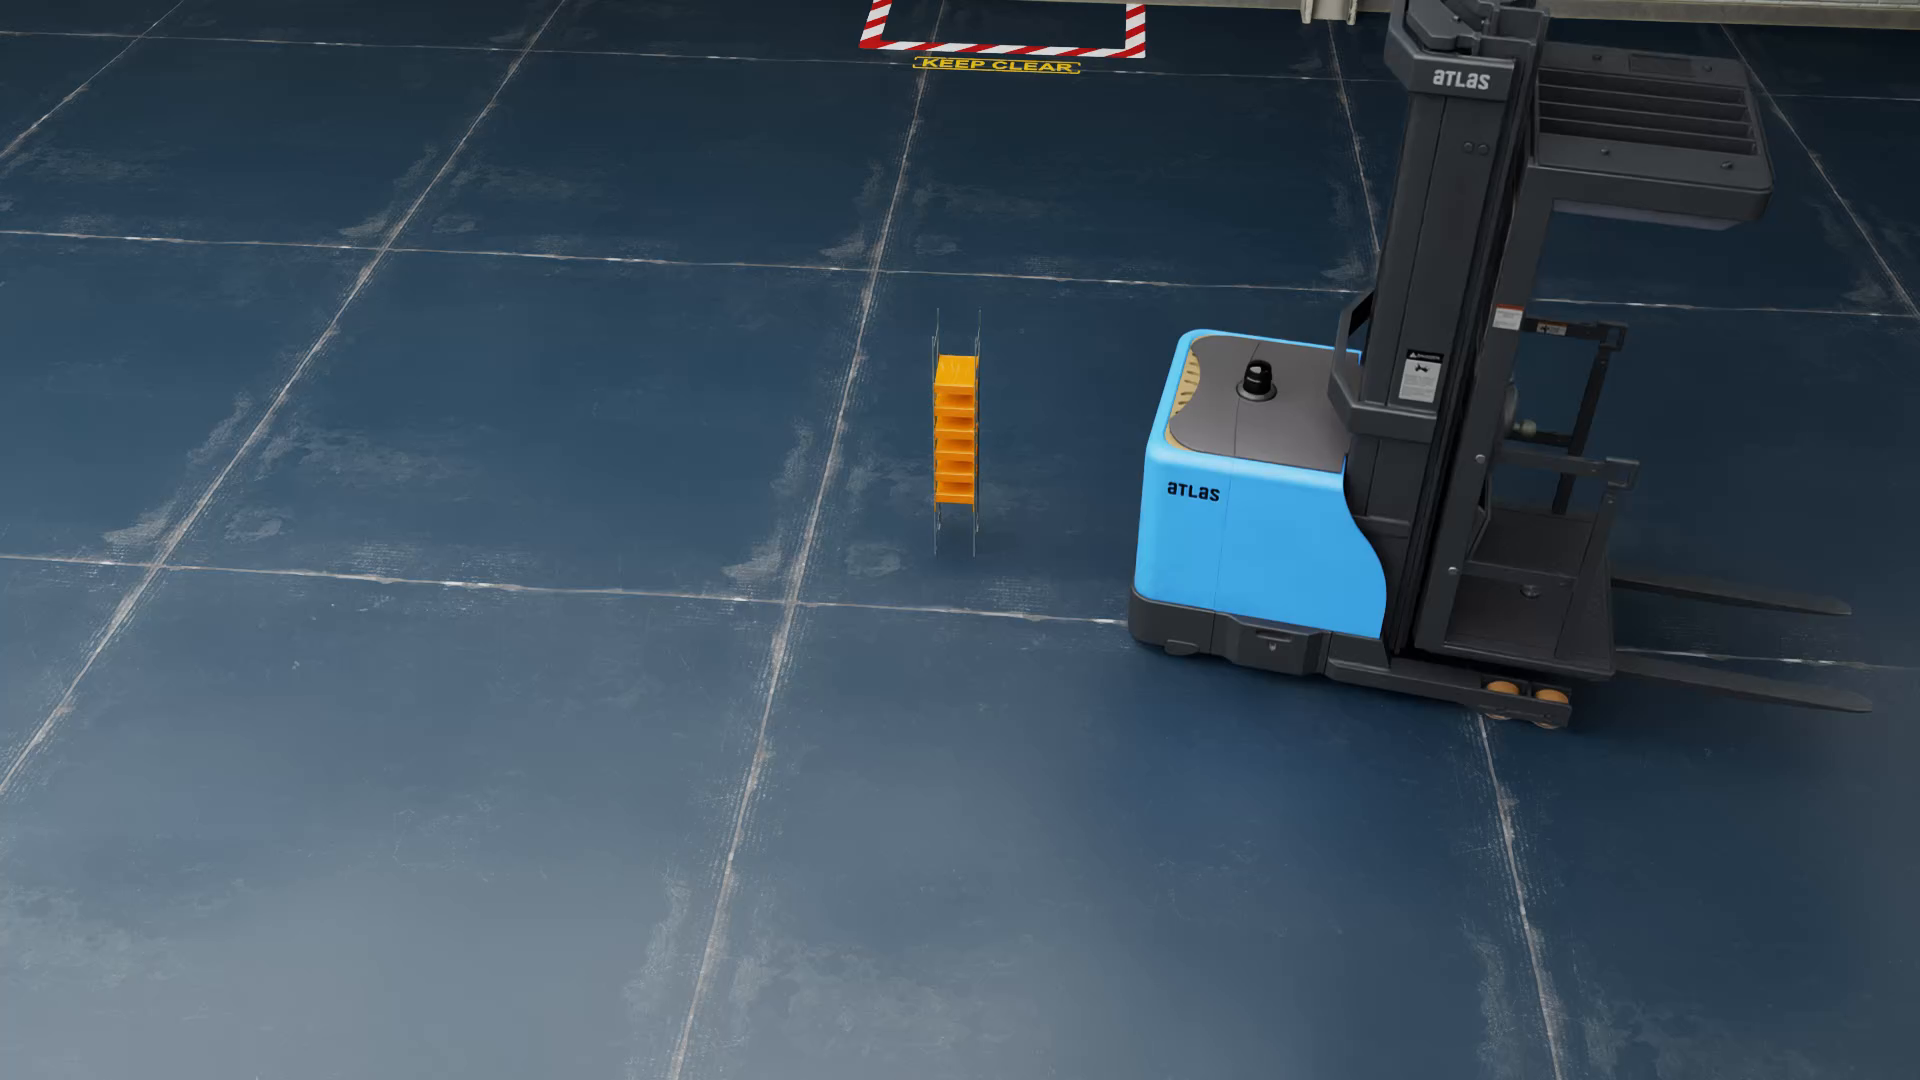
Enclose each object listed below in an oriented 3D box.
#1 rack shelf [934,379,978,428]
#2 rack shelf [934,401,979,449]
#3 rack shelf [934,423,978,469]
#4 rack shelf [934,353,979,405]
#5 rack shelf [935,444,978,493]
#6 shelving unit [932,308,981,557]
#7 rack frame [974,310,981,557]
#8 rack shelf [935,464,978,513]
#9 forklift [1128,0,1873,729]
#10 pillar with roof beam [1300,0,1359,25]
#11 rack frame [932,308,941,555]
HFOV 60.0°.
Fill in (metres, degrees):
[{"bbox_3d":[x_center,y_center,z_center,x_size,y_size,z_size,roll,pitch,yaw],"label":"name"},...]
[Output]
[{"bbox_3d":[-0.014,-0.618,7.419,0.180,0.103,0.258,3,39,4],"label":"rack shelf"},{"bbox_3d":[-0.014,-0.525,7.495,0.180,0.103,0.258,3,39,4],"label":"rack shelf"},{"bbox_3d":[-0.014,-0.432,7.571,0.180,0.103,0.258,3,39,4],"label":"rack shelf"},{"bbox_3d":[-0.014,-0.711,7.343,0.180,0.103,0.258,3,39,4],"label":"rack shelf"},{"bbox_3d":[-0.014,-0.339,7.646,0.180,0.103,0.258,3,39,4],"label":"rack shelf"},{"bbox_3d":[-0.014,-0.466,7.543,0.189,1.200,0.258,3,39,4],"label":"shelving unit"},{"bbox_3d":[0.077,-0.461,7.537,0.006,1.200,0.240,3,39,4],"label":"rack frame"},{"bbox_3d":[-0.014,-0.246,7.722,0.180,0.103,0.258,3,39,4],"label":"rack shelf"},{"bbox_3d":[2.314,-0.723,6.486,3.031,2.935,1.130,10,40,12],"label":"forklift"},{"bbox_3d":[2.482,-4.853,6.754,0.400,9.000,9.100,3,39,4],"label":"pillar with roof beam"},{"bbox_3d":[-0.106,-0.471,7.549,0.006,1.200,0.240,3,39,4],"label":"rack frame"}]
